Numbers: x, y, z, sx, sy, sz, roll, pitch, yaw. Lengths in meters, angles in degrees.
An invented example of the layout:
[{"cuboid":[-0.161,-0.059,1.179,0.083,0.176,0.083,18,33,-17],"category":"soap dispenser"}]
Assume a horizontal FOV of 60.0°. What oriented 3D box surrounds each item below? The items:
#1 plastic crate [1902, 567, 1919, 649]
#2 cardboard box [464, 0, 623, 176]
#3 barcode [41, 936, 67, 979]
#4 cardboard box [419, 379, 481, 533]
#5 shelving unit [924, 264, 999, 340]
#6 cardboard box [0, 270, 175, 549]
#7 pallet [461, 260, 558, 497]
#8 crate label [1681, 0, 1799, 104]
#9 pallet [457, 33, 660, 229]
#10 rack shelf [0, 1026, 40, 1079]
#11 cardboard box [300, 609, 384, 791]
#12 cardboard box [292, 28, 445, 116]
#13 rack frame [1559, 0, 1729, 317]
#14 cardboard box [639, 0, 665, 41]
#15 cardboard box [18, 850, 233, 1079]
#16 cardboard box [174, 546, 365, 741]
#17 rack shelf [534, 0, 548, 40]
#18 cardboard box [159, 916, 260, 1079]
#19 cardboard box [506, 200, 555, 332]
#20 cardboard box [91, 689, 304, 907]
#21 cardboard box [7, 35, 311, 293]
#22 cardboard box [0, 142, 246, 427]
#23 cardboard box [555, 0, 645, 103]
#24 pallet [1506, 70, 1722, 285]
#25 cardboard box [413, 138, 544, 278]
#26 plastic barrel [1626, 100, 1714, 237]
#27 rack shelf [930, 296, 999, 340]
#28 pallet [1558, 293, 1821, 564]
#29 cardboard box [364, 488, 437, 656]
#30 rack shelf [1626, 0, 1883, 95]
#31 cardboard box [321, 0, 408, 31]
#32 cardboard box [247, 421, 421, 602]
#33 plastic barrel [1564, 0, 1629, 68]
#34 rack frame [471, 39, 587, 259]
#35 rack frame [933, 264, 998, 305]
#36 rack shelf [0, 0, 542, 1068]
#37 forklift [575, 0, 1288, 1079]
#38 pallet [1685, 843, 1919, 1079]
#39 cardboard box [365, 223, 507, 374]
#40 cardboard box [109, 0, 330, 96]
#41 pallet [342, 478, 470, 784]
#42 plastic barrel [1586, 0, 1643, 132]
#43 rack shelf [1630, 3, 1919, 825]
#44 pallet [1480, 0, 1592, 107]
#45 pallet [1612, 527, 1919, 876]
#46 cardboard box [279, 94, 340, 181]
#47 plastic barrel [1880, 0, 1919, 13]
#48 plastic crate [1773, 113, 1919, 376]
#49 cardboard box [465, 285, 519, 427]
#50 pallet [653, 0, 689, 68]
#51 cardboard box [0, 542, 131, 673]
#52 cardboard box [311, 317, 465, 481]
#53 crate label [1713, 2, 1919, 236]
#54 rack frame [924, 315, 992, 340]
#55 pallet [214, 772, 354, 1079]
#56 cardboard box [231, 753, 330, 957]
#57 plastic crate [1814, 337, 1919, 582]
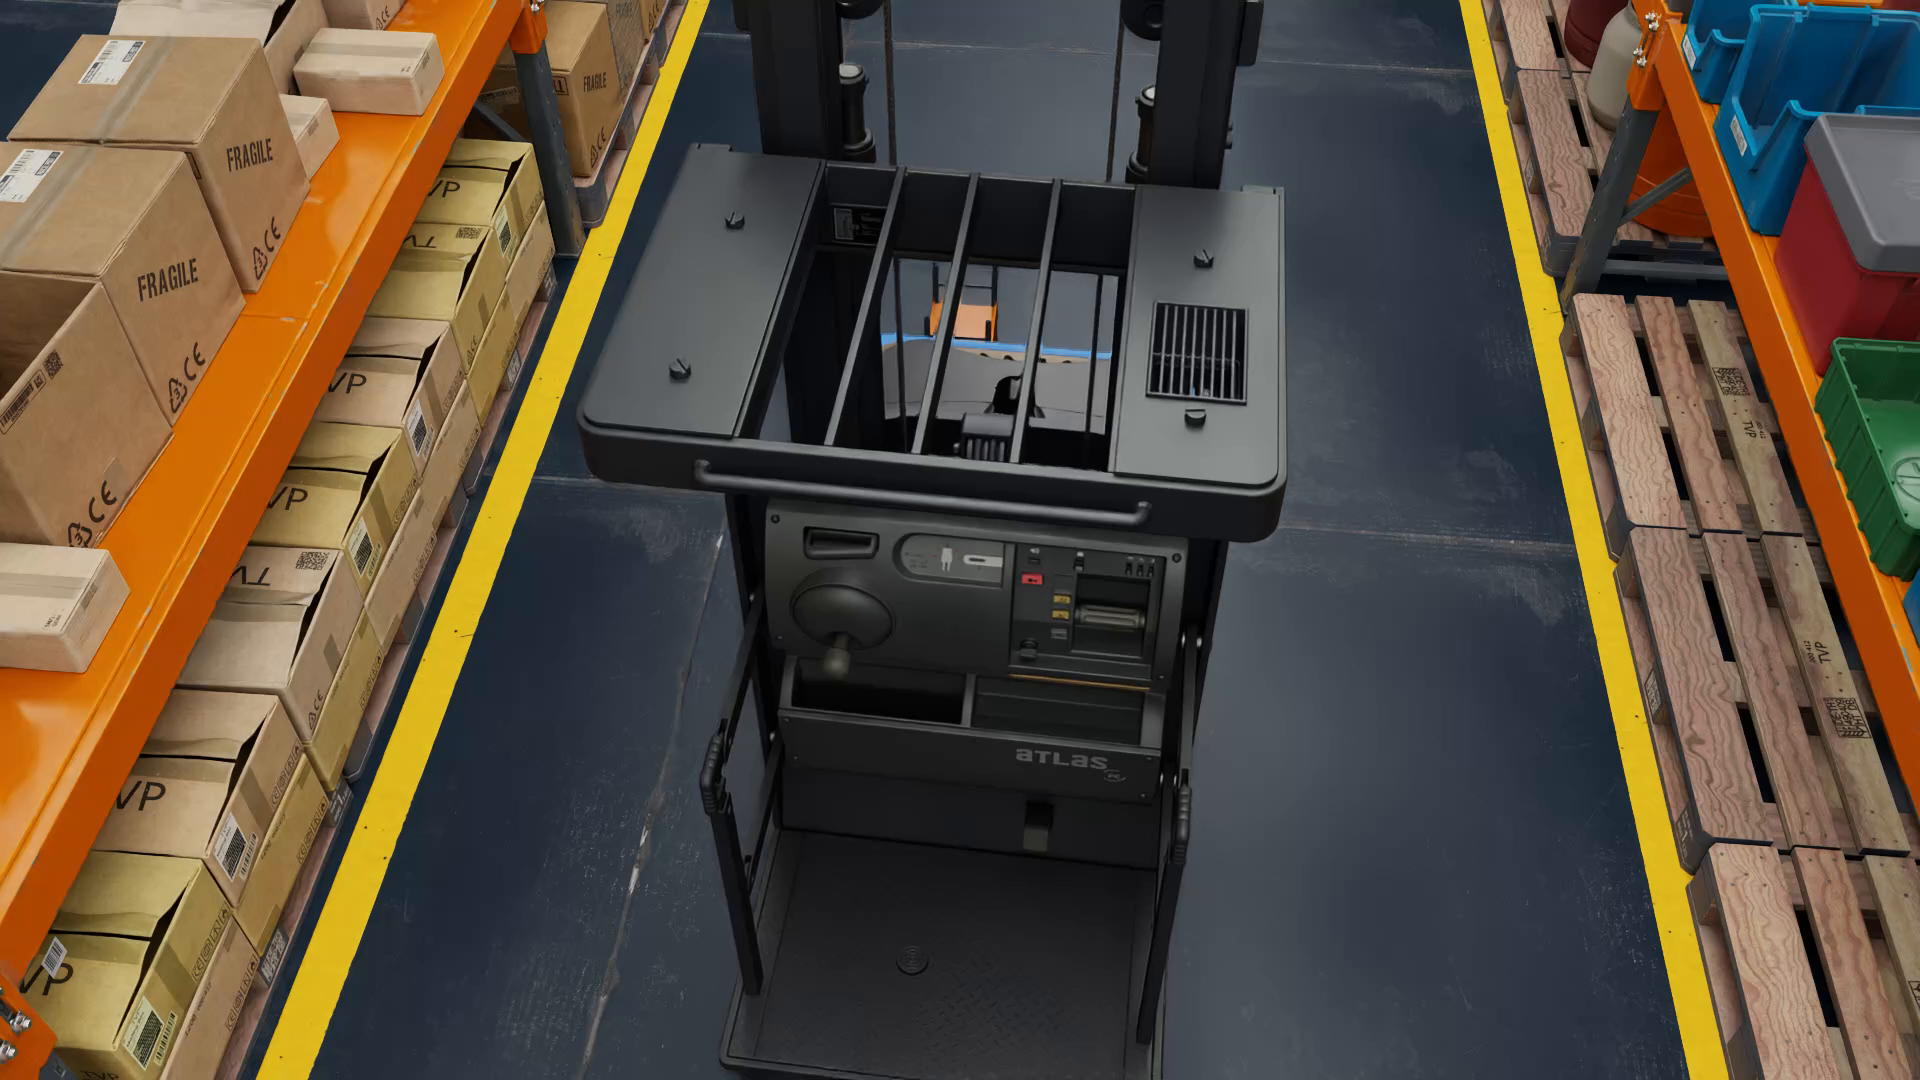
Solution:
[{"cuboid":[2.309,0.209,3.537,0.392,0.384,0.575,4,48,4],"category":"plastic crate"},{"cuboid":[-1.724,-1.860,6.814,0.500,0.500,0.500,6,48,5],"category":"cardboard box"},{"cuboid":[-1.976,0.911,3.629,0.001,0.075,0.075,4,48,4],"category":"barcode"},{"cuboid":[-1.947,-0.302,5.572,0.500,0.250,0.500,5,48,4],"category":"cardboard box"},{"cuboid":[0.005,-0.394,5.399,0.215,1.050,0.252,4,48,4],"category":"shelving unit"},{"cuboid":[-2.280,-0.285,3.910,0.500,0.500,0.500,7,48,6],"category":"cardboard box"},{"cuboid":[-2.164,-0.696,6.244,1.003,0.211,1.213,4,48,4],"category":"pallet"},{"cuboid":[2.471,-1.563,5.260,0.303,0.233,0.416,4,48,4],"category":"crate label"},{"cuboid":[-1.944,-1.845,7.294,1.003,0.211,1.213,4,48,4],"category":"pallet"},{"cuboid":[-2.597,2.412,1.999,1.077,0.370,4.000,4,48,4],"category":"rack shelf"},{"cuboid":[-2.038,0.450,4.885,0.500,0.250,0.500,3,48,2],"category":"cardboard box"},{"cuboid":[-1.857,-1.476,5.237,0.380,0.149,0.250,4,48,4],"category":"cardboard box"},{"cuboid":[2.883,-1.904,5.459,1.000,3.000,0.127,4,48,4],"category":"rack frame"},{"cuboid":[-1.631,-2.613,7.503,0.500,0.500,0.500,3,48,3],"category":"cardboard box"},{"cuboid":[-2.129,1.009,3.993,0.500,0.311,0.500,4,48,4],"category":"cardboard box"},{"cuboid":[-2.032,0.262,4.677,0.500,0.311,0.500,2,48,2],"category":"cardboard box"},{"cuboid":[-1.867,-3.467,7.376,1.077,0.370,4.000,4,48,4],"category":"rack shelf"},{"cuboid":[-2.131,1.206,4.193,0.500,0.250,0.500,3,48,3],"category":"cardboard box"},{"cuboid":[-1.855,-1.051,6.257,0.500,0.250,0.500,5,48,4],"category":"cardboard box"},{"cuboid":[-2.078,0.642,4.329,0.500,0.311,0.500,3,48,3],"category":"cardboard box"},{"cuboid":[-2.186,-1.040,4.600,0.500,0.500,0.500,2,48,1],"category":"cardboard box"},{"cuboid":[-2.234,-0.653,4.246,0.500,0.500,0.500,4,48,4],"category":"cardboard box"},{"cuboid":[-1.682,-2.245,7.166,0.500,0.500,0.500,2,48,2],"category":"cardboard box"},{"cuboid":[2.913,-1.545,7.020,1.003,0.211,1.213,4,48,4],"category":"pallet"},{"cuboid":[-1.852,-1.241,6.051,0.500,0.311,0.500,5,48,5],"category":"cardboard box"},{"cuboid":[2.910,-1.674,6.434,0.600,0.830,0.708,4,48,4],"category":"plastic barrel"},{"cuboid":[0.005,-0.578,5.197,0.215,0.259,0.240,4,48,4],"category":"rack shelf"},{"cuboid":[2.773,-0.396,5.969,1.003,0.211,1.213,4,48,4],"category":"pallet"},{"cuboid":[-1.991,0.076,5.227,0.500,0.250,0.500,5,48,4],"category":"cardboard box"},{"cuboid":[3.065,-3.131,7.068,1.077,0.370,4.000,4,48,4],"category":"rack shelf"},{"cuboid":[-2.126,-1.945,5.557,0.500,0.311,0.500,7,48,6],"category":"cardboard box"},{"cuboid":[-1.990,-0.120,5.026,0.500,0.311,0.500,5,48,5],"category":"cardboard box"},{"cuboid":[3.013,-2.422,7.282,0.600,0.588,0.708,4,48,4],"category":"plastic barrel"},{"cuboid":[-2.050,-2.240,5.766,1.000,3.000,0.127,4,48,4],"category":"rack frame"},{"cuboid":[0.016,-0.483,5.481,0.200,1.050,0.008,4,48,4],"category":"rack frame"},{"cuboid":[-2.232,-0.527,4.687,1.077,0.370,4.000,4,48,4],"category":"rack shelf"},{"cuboid":[0.002,0.240,3.544,1.130,2.935,3.031,6,48,5],"category":"forklift"},{"cuboid":[2.551,1.397,4.329,1.003,0.211,1.213,4,48,4],"category":"pallet"},{"cuboid":[-1.893,-0.859,5.702,0.500,0.311,0.500,3,48,3],"category":"cardboard box"},{"cuboid":[-2.324,-1.566,5.210,0.500,0.311,0.500,3,48,3],"category":"cardboard box"},{"cuboid":[-2.277,0.198,5.426,1.003,0.211,1.213,4,48,4],"category":"pallet"},{"cuboid":[2.873,-1.988,6.937,0.421,0.512,0.421,0,48,0],"category":"plastic barrel"},{"cuboid":[2.700,-0.192,4.380,1.077,0.370,4.000,4,48,4],"category":"rack shelf"},{"cuboid":[3.027,-2.439,7.838,1.003,0.211,1.213,4,48,4],"category":"pallet"},{"cuboid":[2.660,0.498,5.152,1.003,0.211,1.213,4,48,4],"category":"pallet"},{"cuboid":[-2.110,-1.214,4.998,0.380,0.149,0.250,7,48,6],"category":"cardboard box"},{"cuboid":[3.142,-1.589,5.078,0.600,0.536,0.708,4,48,4],"category":"plastic barrel"},{"cuboid":[2.431,-0.759,4.368,0.402,0.464,0.583,4,48,4],"category":"plastic crate"},{"cuboid":[-1.898,-0.672,5.910,0.500,0.250,0.500,3,48,3],"category":"cardboard box"},{"cuboid":[-1.830,-2.739,8.112,1.003,0.211,1.213,4,48,4],"category":"pallet"},{"cuboid":[-2.130,0.147,3.753,0.380,0.149,0.250,4,48,4],"category":"cardboard box"},{"cuboid":[-1.942,-0.488,5.363,0.500,0.311,0.500,4,48,3],"category":"cardboard box"},{"cuboid":[2.523,-1.204,4.795,0.502,0.435,0.616,4,48,4],"category":"crate label"},{"cuboid":[-0.006,-0.304,5.317,0.200,1.050,0.008,4,48,4],"category":"rack frame"},{"cuboid":[-2.386,1.096,4.604,1.003,0.211,1.213,4,48,4],"category":"pallet"},{"cuboid":[-2.083,0.830,4.536,0.500,0.250,0.500,5,48,5],"category":"cardboard box"},{"cuboid":[2.396,-0.192,4.036,0.450,0.188,0.662,4,48,4],"category":"plastic crate"}]
